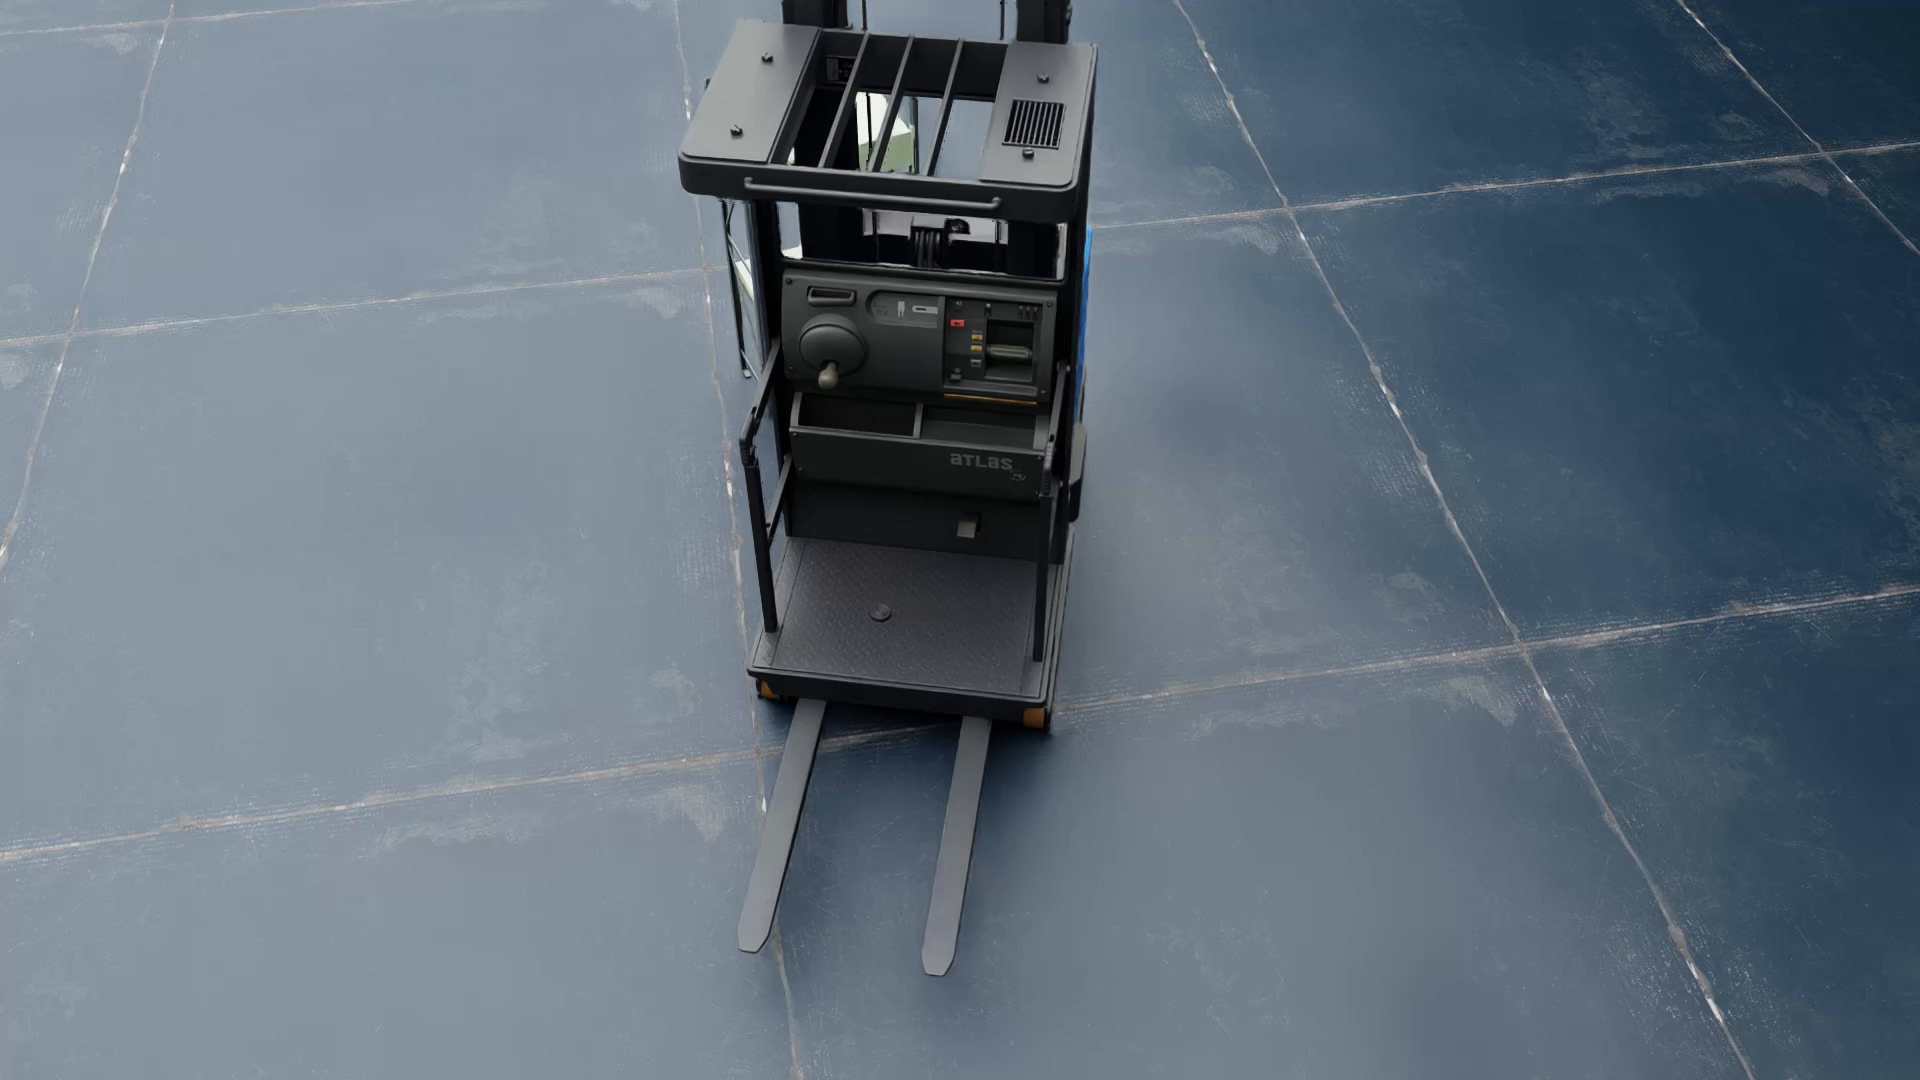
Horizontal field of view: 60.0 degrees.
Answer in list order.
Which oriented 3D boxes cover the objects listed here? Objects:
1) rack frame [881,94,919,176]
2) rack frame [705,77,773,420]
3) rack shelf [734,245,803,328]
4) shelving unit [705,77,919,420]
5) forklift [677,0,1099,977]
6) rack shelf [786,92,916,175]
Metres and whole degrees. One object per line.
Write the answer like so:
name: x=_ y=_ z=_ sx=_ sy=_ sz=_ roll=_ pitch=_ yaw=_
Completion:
rack frame: x=-0.261 y=-1.413 z=7.263 sx=0.023 sy=1.500 sz=0.400 roll=-18 pitch=49 yaw=-17
rack frame: x=-0.927 y=-1.195 z=7.053 sx=0.023 sy=1.500 sz=0.400 roll=-18 pitch=49 yaw=-17
rack shelf: x=-0.594 y=-1.078 z=7.393 sx=0.720 sy=0.370 sz=0.431 roll=-18 pitch=49 yaw=-17
shelving unit: x=-0.594 y=-1.304 z=7.158 sx=0.755 sy=1.500 sz=0.431 roll=-18 pitch=49 yaw=-17
forklift: x=-0.170 y=-0.585 z=5.472 sx=1.130 sy=2.935 sz=3.031 roll=6 pitch=46 yaw=6
rack shelf: x=-0.594 y=-1.575 z=6.877 sx=0.720 sy=0.370 sz=0.431 roll=-18 pitch=49 yaw=-17
